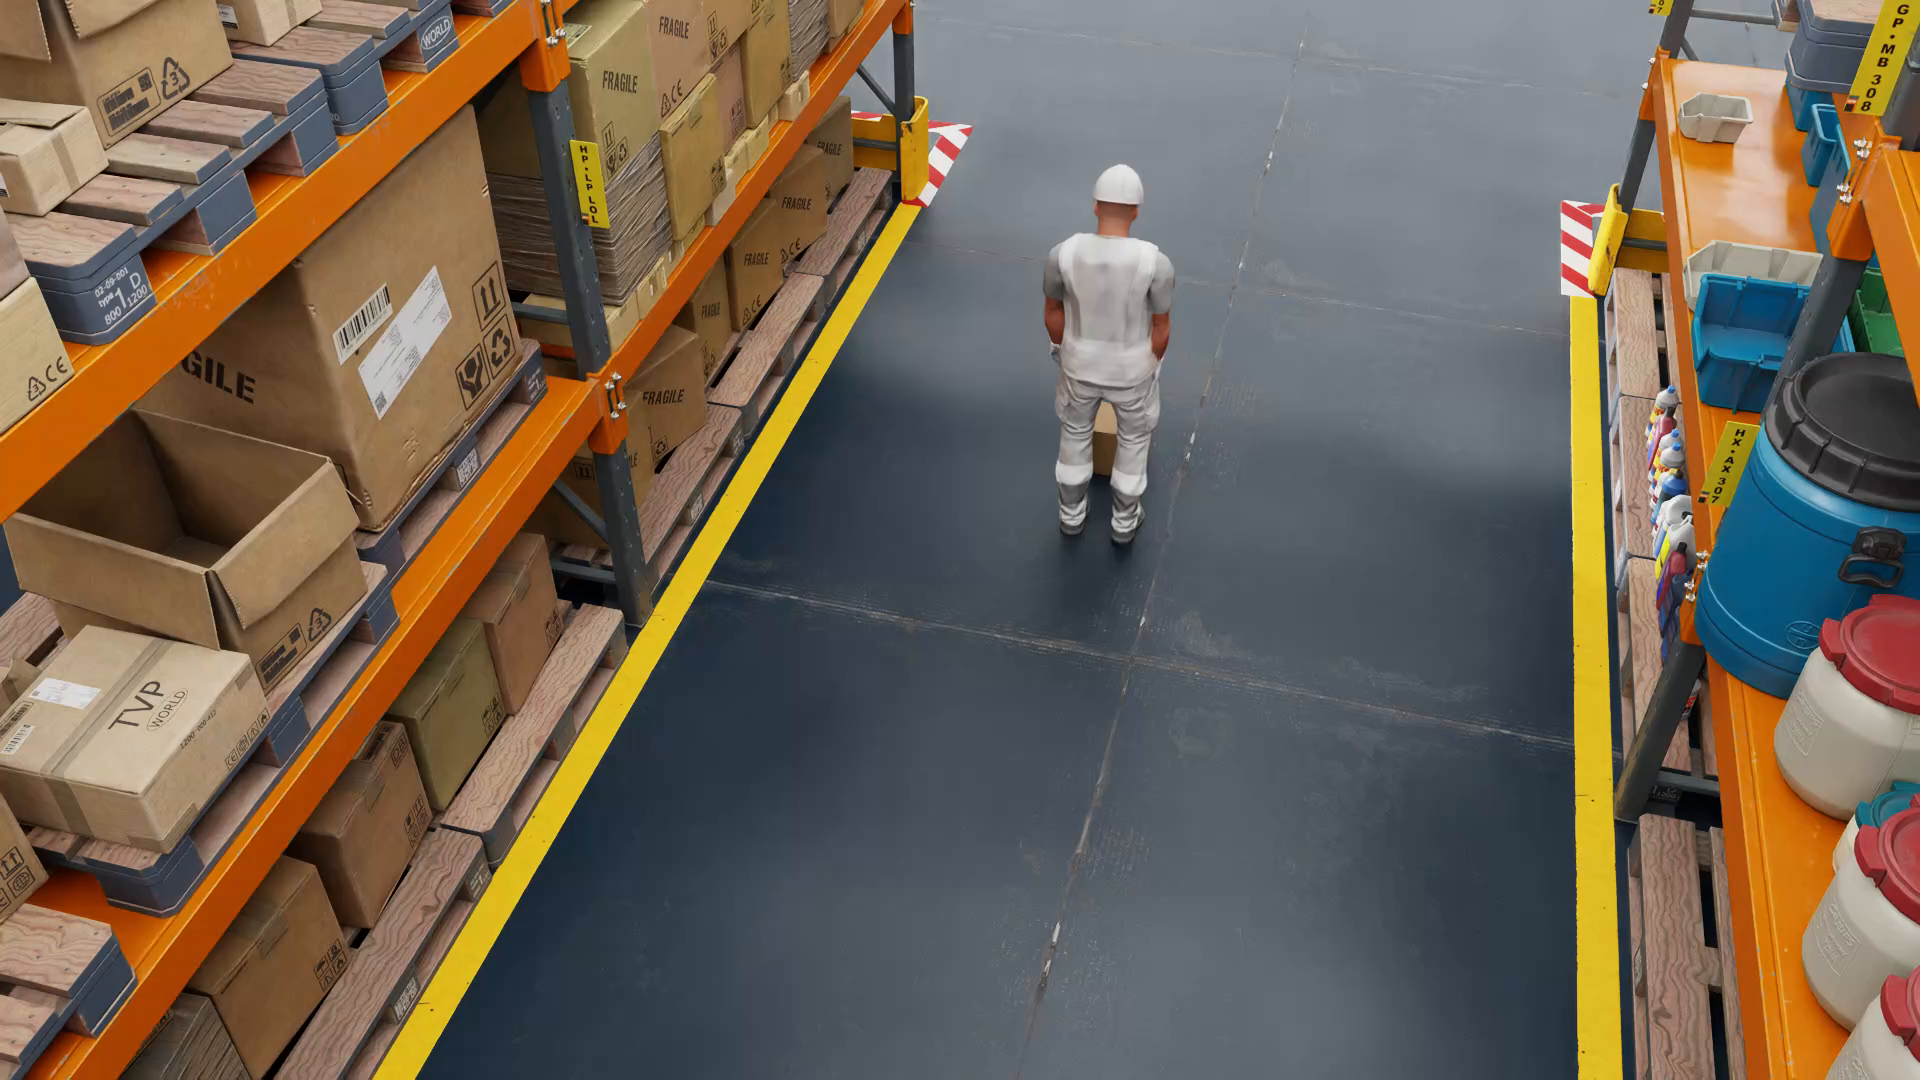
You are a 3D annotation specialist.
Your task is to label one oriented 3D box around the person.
[{"bbox_3d":[0.614,-0.756,7.046,0.536,1.758,0.413,11,42,12],"label":"person"}]
